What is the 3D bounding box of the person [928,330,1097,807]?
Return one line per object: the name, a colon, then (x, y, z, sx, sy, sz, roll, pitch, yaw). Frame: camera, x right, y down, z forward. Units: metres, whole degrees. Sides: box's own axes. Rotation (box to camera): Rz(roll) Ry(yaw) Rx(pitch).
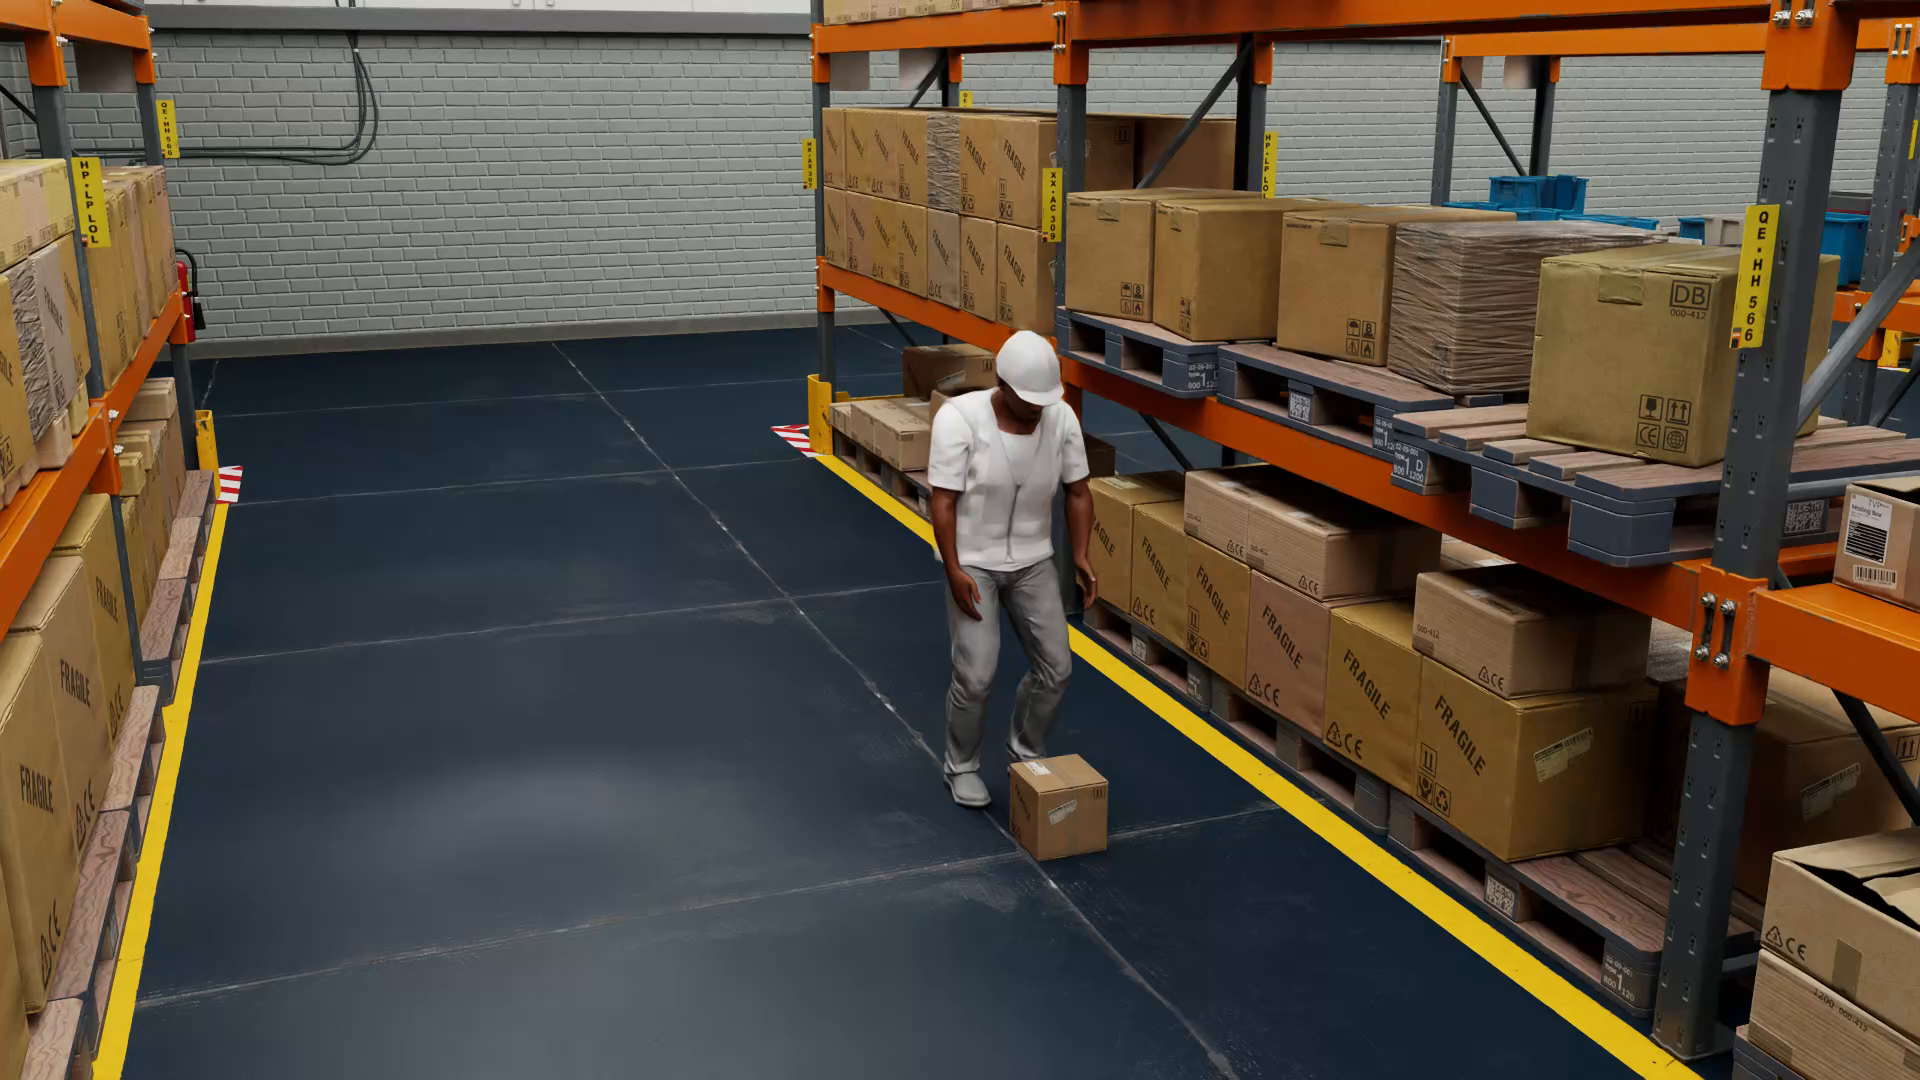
person: (0.181, 0.092, 5.809, 0.602, 1.682, 0.511, -6, 16, -19)
